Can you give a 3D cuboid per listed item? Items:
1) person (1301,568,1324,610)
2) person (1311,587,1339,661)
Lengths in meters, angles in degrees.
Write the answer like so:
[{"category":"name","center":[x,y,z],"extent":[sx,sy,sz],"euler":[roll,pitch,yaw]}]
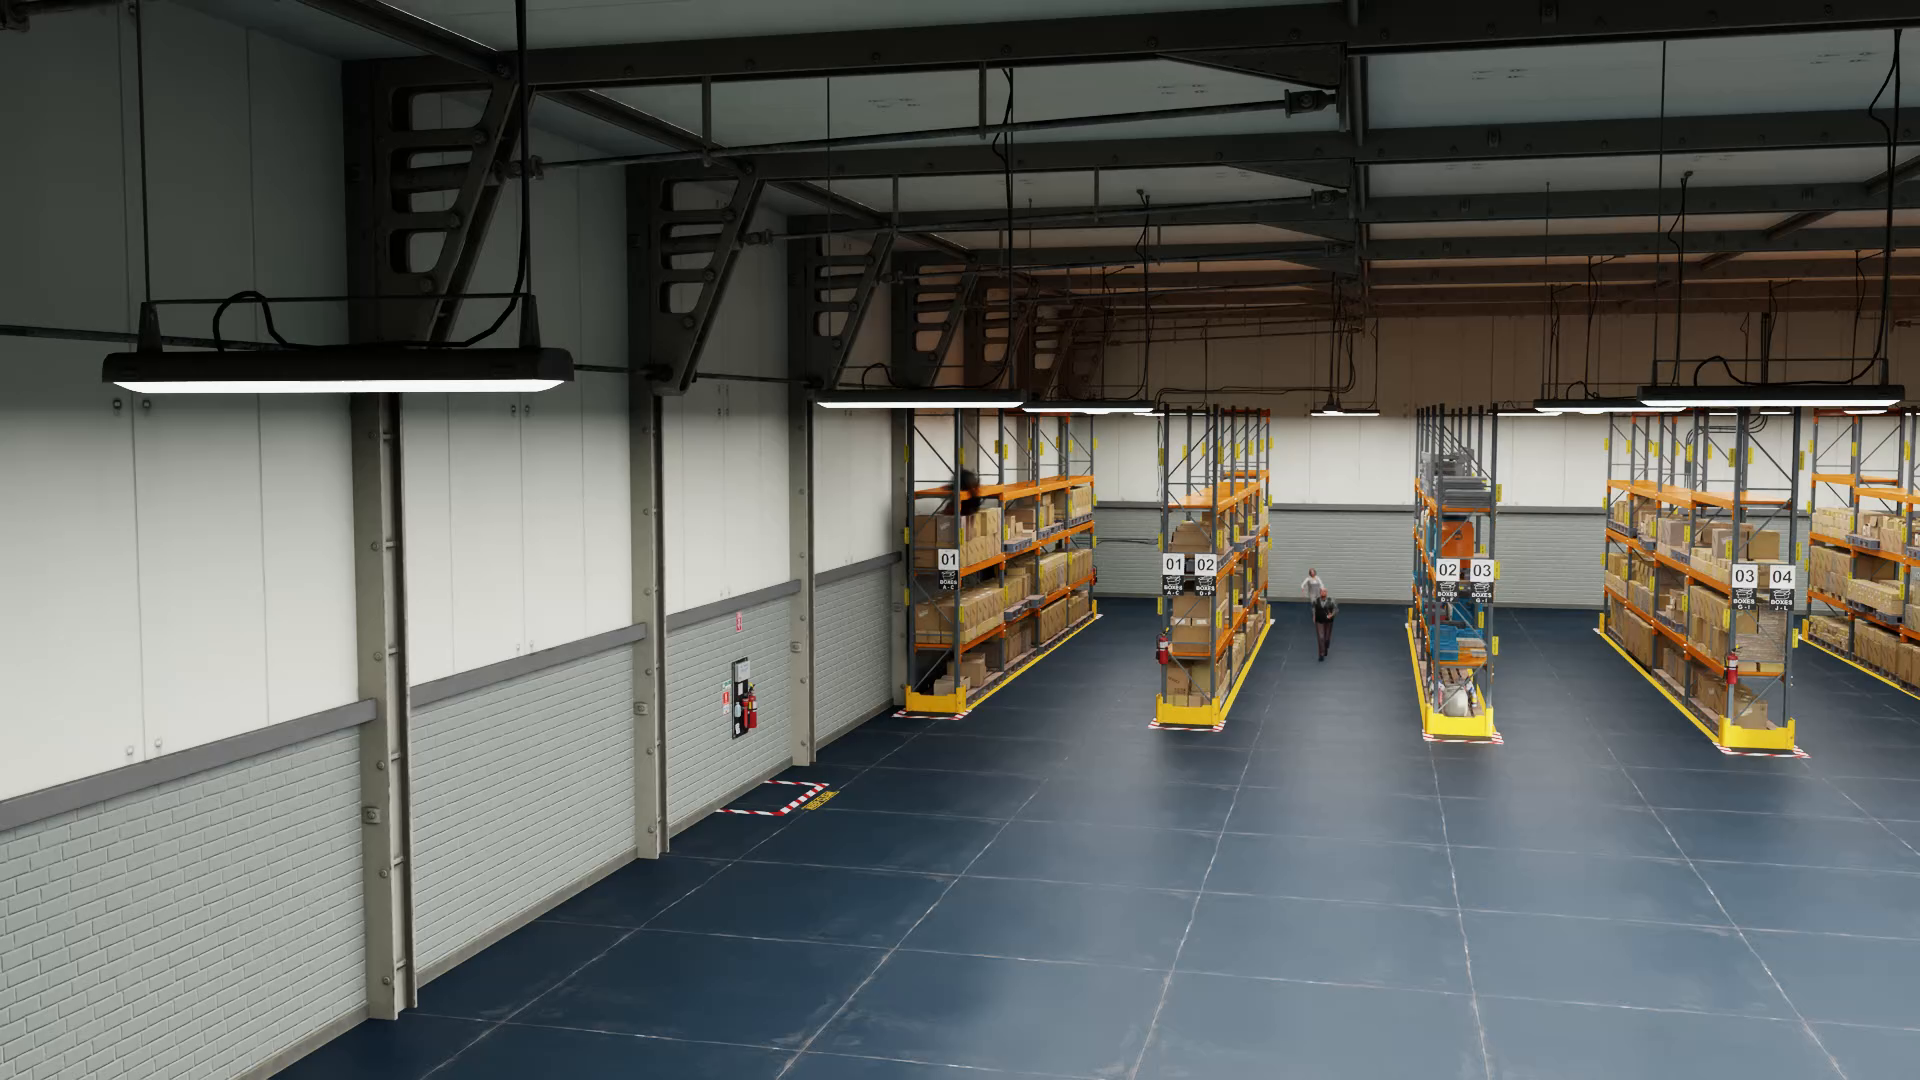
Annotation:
[{"category":"person","center":[9.784,1.572,45.955],"extent":[0.585,1.597,0.742],"euler":[-1,4,-14]},{"category":"person","center":[8.628,1.973,39.351],"extent":[0.655,1.720,0.892],"euler":[1,4,14]}]
